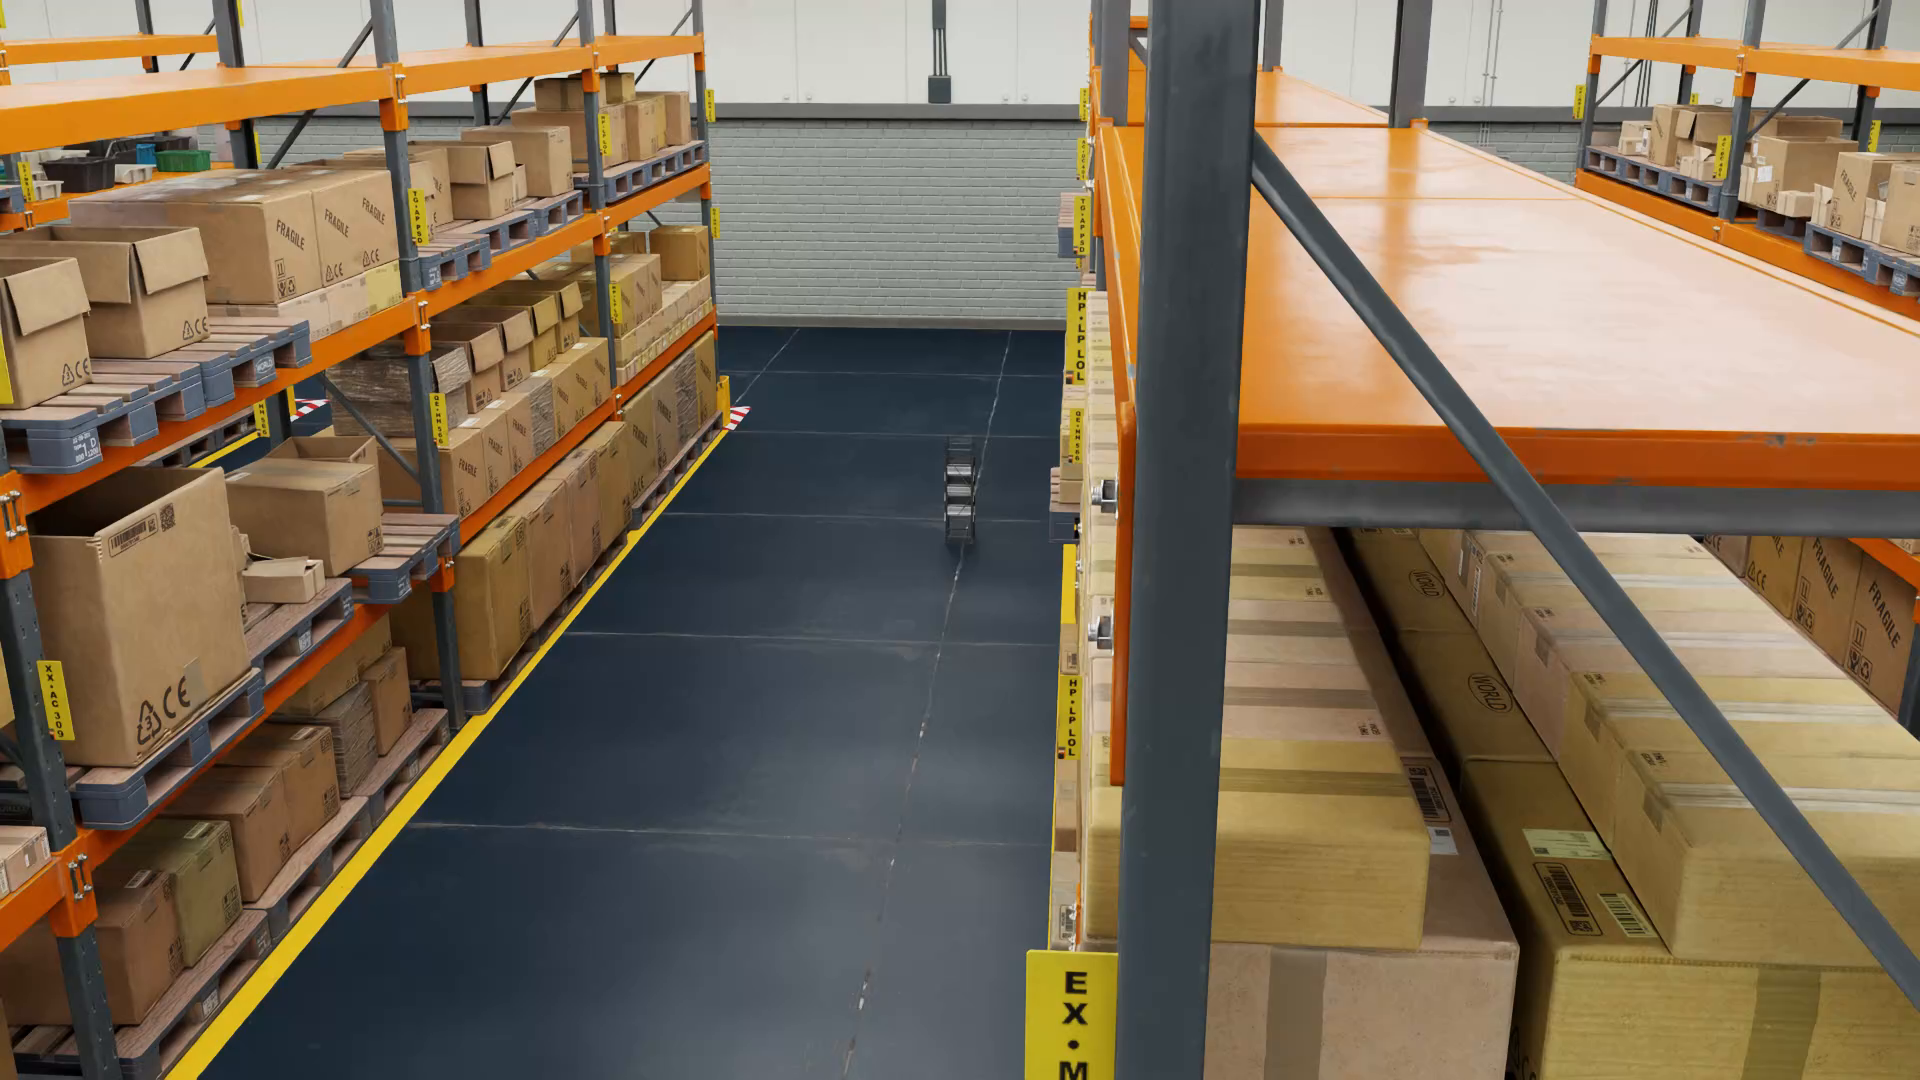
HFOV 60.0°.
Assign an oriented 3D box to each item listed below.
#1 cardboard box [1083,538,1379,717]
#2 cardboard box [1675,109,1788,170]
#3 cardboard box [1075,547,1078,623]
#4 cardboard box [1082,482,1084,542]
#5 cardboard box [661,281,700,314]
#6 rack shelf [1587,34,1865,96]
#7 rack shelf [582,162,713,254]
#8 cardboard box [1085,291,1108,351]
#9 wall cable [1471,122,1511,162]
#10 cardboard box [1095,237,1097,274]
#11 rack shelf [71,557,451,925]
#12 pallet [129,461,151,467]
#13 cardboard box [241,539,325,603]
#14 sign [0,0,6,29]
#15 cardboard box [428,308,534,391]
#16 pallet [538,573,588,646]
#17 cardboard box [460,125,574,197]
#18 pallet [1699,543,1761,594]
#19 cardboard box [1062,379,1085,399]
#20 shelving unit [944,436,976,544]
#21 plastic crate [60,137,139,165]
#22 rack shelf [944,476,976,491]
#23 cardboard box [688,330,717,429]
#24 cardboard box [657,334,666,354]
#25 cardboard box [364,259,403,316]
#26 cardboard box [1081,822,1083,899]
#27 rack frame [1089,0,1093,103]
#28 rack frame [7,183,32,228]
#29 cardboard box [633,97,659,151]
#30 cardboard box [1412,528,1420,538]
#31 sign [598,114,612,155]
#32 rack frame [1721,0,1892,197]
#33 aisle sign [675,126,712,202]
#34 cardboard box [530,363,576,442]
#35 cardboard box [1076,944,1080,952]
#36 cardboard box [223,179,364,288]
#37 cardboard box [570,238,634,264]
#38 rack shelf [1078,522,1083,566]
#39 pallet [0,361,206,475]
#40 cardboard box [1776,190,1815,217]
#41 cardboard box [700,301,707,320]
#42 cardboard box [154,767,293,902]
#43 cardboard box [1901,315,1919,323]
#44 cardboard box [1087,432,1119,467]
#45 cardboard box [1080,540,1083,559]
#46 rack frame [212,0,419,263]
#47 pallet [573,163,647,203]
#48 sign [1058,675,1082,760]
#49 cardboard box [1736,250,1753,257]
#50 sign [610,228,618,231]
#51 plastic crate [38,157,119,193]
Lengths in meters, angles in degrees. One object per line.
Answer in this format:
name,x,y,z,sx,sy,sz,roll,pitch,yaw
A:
cardboard box,0.488,0.187,3.146,0.500,0.250,0.500,1,18,4
cardboard box,6.527,-3.390,14.133,0.797,0.503,0.637,3,18,8
cardboard box,1.081,0.367,11.826,0.500,0.500,0.500,0,18,1
cardboard box,0.525,-0.055,4.525,0.380,0.149,0.250,1,18,3
cardboard box,-2.942,-2.468,16.902,0.500,0.250,0.500,1,18,3
rack shelf,6.606,-4.189,14.552,1.077,0.370,4.000,1,18,4
rack shelf,-3.278,-3.175,15.632,1.077,0.370,4.000,1,18,4
cardboard box,0.580,-0.670,5.120,0.380,0.149,0.250,1,18,4
wall cable,7.130,-4.740,22.391,0.585,1.953,0.123,1,18,4
cardboard box,0.960,-1.496,8.661,0.500,0.311,0.500,1,18,4
rack shelf,-3.852,0.735,8.516,1.077,0.370,4.000,1,18,4
pallet,-8.348,-0.485,15.563,1.003,0.211,1.213,1,18,4
cardboard box,-3.559,0.161,8.657,0.396,0.266,0.258,1,18,2
sign,-7.813,-4.319,13.488,0.100,0.325,0.005,1,18,4
cardboard box,-3.549,-1.389,12.074,0.797,0.503,0.637,2,18,6
pallet,-3.487,0.477,12.630,1.003,0.211,1.213,1,18,4
cardboard box,-3.453,-2.962,12.993,0.700,0.500,0.500,2,18,5
pallet,6.483,0.318,13.114,1.003,0.211,1.213,1,18,4
cardboard box,0.904,-1.012,11.469,0.380,0.149,0.250,2,18,7
shelving unit,0.001,-0.430,14.291,0.258,0.900,0.210,1,18,4
plastic crate,-8.459,-3.750,16.334,0.504,0.338,0.767,1,18,4
rack shelf,0.001,-0.484,14.273,0.258,0.077,0.200,1,18,4
cardboard box,-3.101,-1.701,17.536,0.875,0.875,0.875,1,18,4
cardboard box,-2.976,-1.837,15.617,0.380,0.149,0.250,1,18,5
cardboard box,-3.498,-1.429,9.389,0.500,0.250,0.500,1,18,4
cardboard box,0.399,0.499,2.835,0.380,0.149,0.250,1,18,4
rack frame,1.805,-5.421,16.515,1.000,3.000,0.127,1,18,4
rack frame,-8.362,-1.580,14.429,1.000,3.000,0.127,1,18,4
cardboard box,-3.268,-3.936,15.804,0.700,0.500,0.500,0,18,0
cardboard box,1.110,-0.104,3.393,0.380,0.149,0.250,2,18,5
sign,-2.880,-3.281,13.467,0.100,0.325,0.005,1,18,4
rack frame,6.463,-4.099,12.482,1.000,3.000,0.127,1,18,4
aisle sign,-2.831,-3.963,17.526,0.394,0.787,0.004,1,18,4
cardboard box,-3.256,-1.050,12.650,0.500,0.500,0.500,1,18,3
cardboard box,0.757,1.537,4.675,0.875,0.550,0.550,1,18,4
cardboard box,-3.519,-1.625,8.784,0.500,0.500,0.500,1,18,4
cardboard box,-3.506,-2.679,16.341,0.500,0.500,0.500,1,18,2
rack shelf,1.088,-0.548,7.616,1.077,0.370,4.000,1,18,4
pallet,-3.845,-0.511,6.649,1.213,0.211,1.003,1,18,4
cardboard box,6.023,-2.377,11.745,0.380,0.166,0.250,0,18,0
cardboard box,-2.849,-2.394,17.316,0.380,0.149,0.250,1,18,4
cardboard box,-3.837,1.482,8.391,0.700,0.500,0.500,0,18,-1
cardboard box,6.596,-1.309,11.834,0.500,0.500,0.500,2,18,6
cardboard box,0.453,-0.119,3.439,0.380,0.149,0.250,1,18,4
cardboard box,0.860,0.315,8.484,0.500,0.500,0.500,1,18,4
rack frame,-3.708,-3.078,9.366,1.000,3.000,0.127,1,18,4
pallet,-3.353,-3.107,14.413,1.003,0.211,1.213,1,18,4
sign,0.403,0.635,5.935,0.100,0.325,0.005,1,18,4
cardboard box,6.723,-2.332,13.915,0.380,0.149,0.250,1,18,3
sign,-3.688,-3.175,17.779,0.100,0.325,0.005,1,18,4
plastic crate,-7.999,-3.323,15.141,0.497,0.269,0.590,1,18,4
